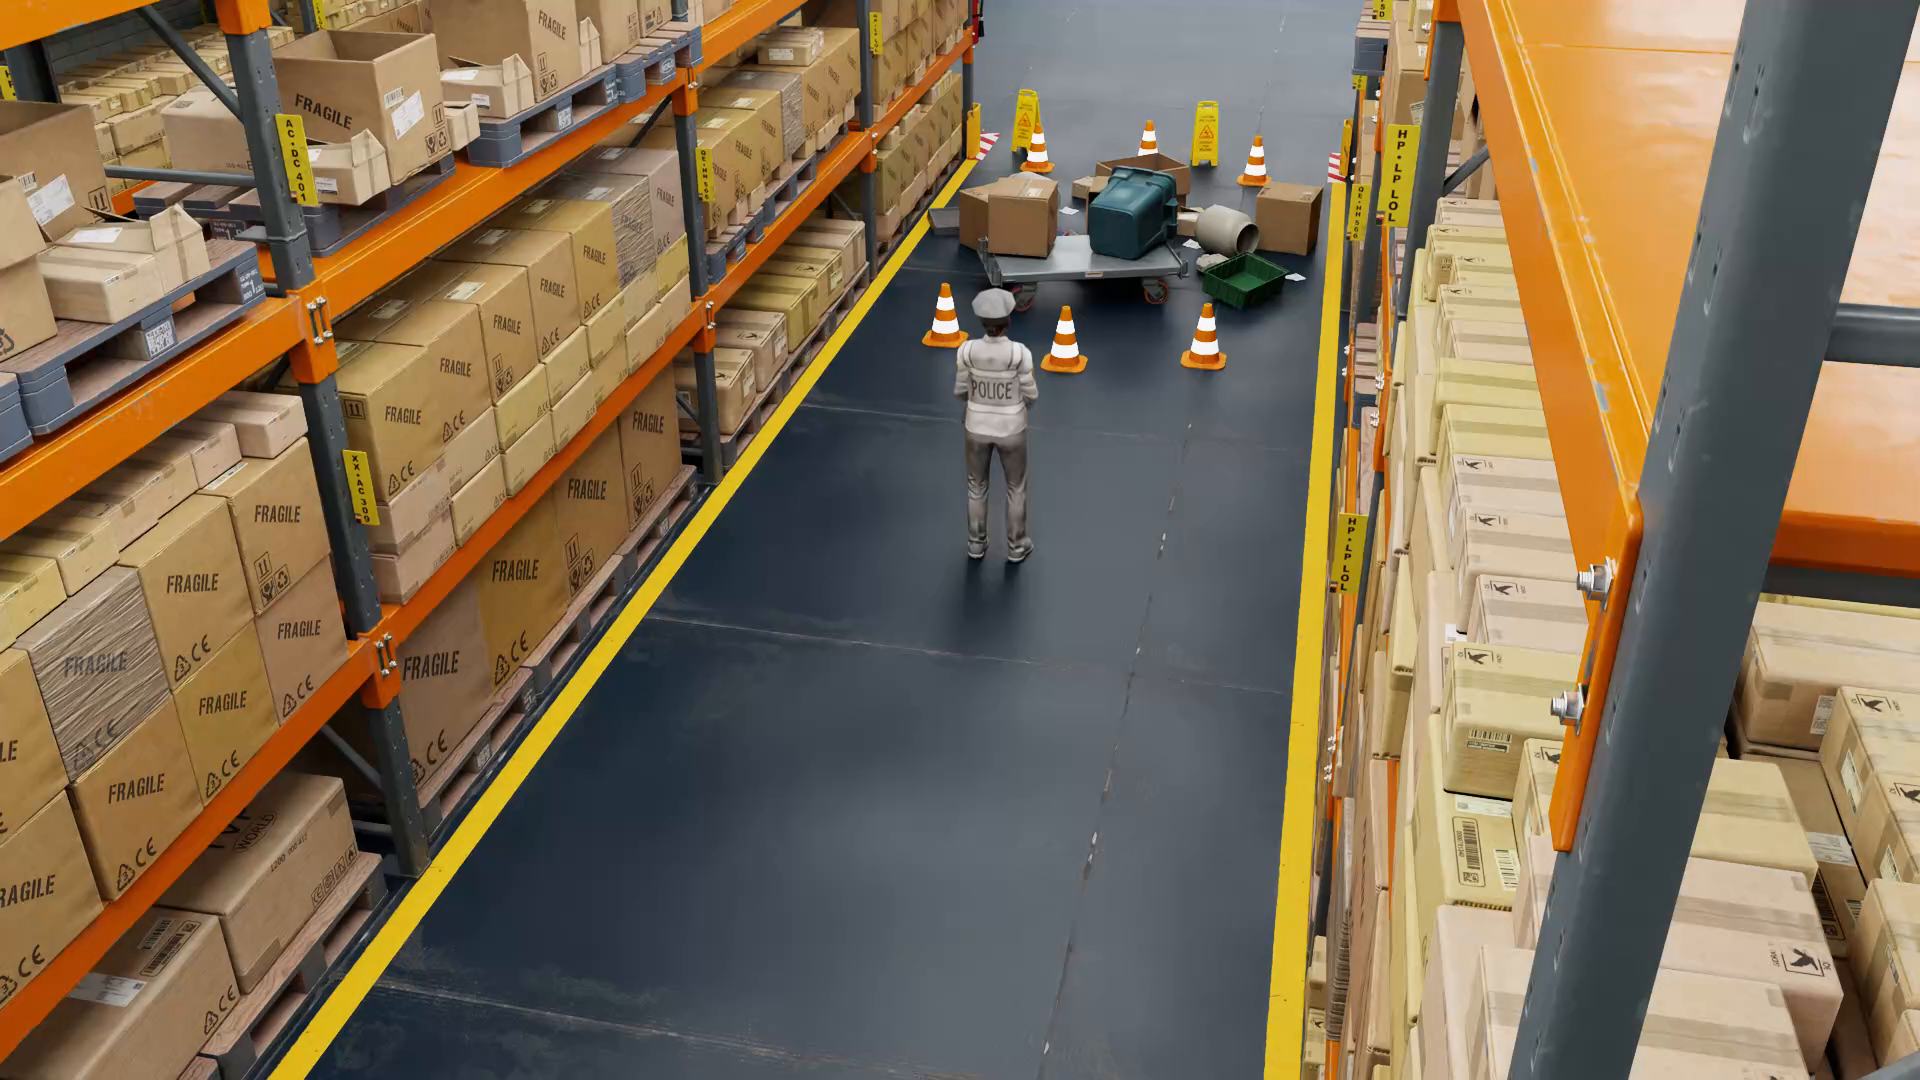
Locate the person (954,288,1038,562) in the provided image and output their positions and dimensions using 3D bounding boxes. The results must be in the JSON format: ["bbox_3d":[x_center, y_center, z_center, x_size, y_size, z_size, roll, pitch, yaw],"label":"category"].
[{"bbox_3d":[0.219,-0.684,9.816,0.494,1.690,0.461,6,29,10],"label":"person"}]
